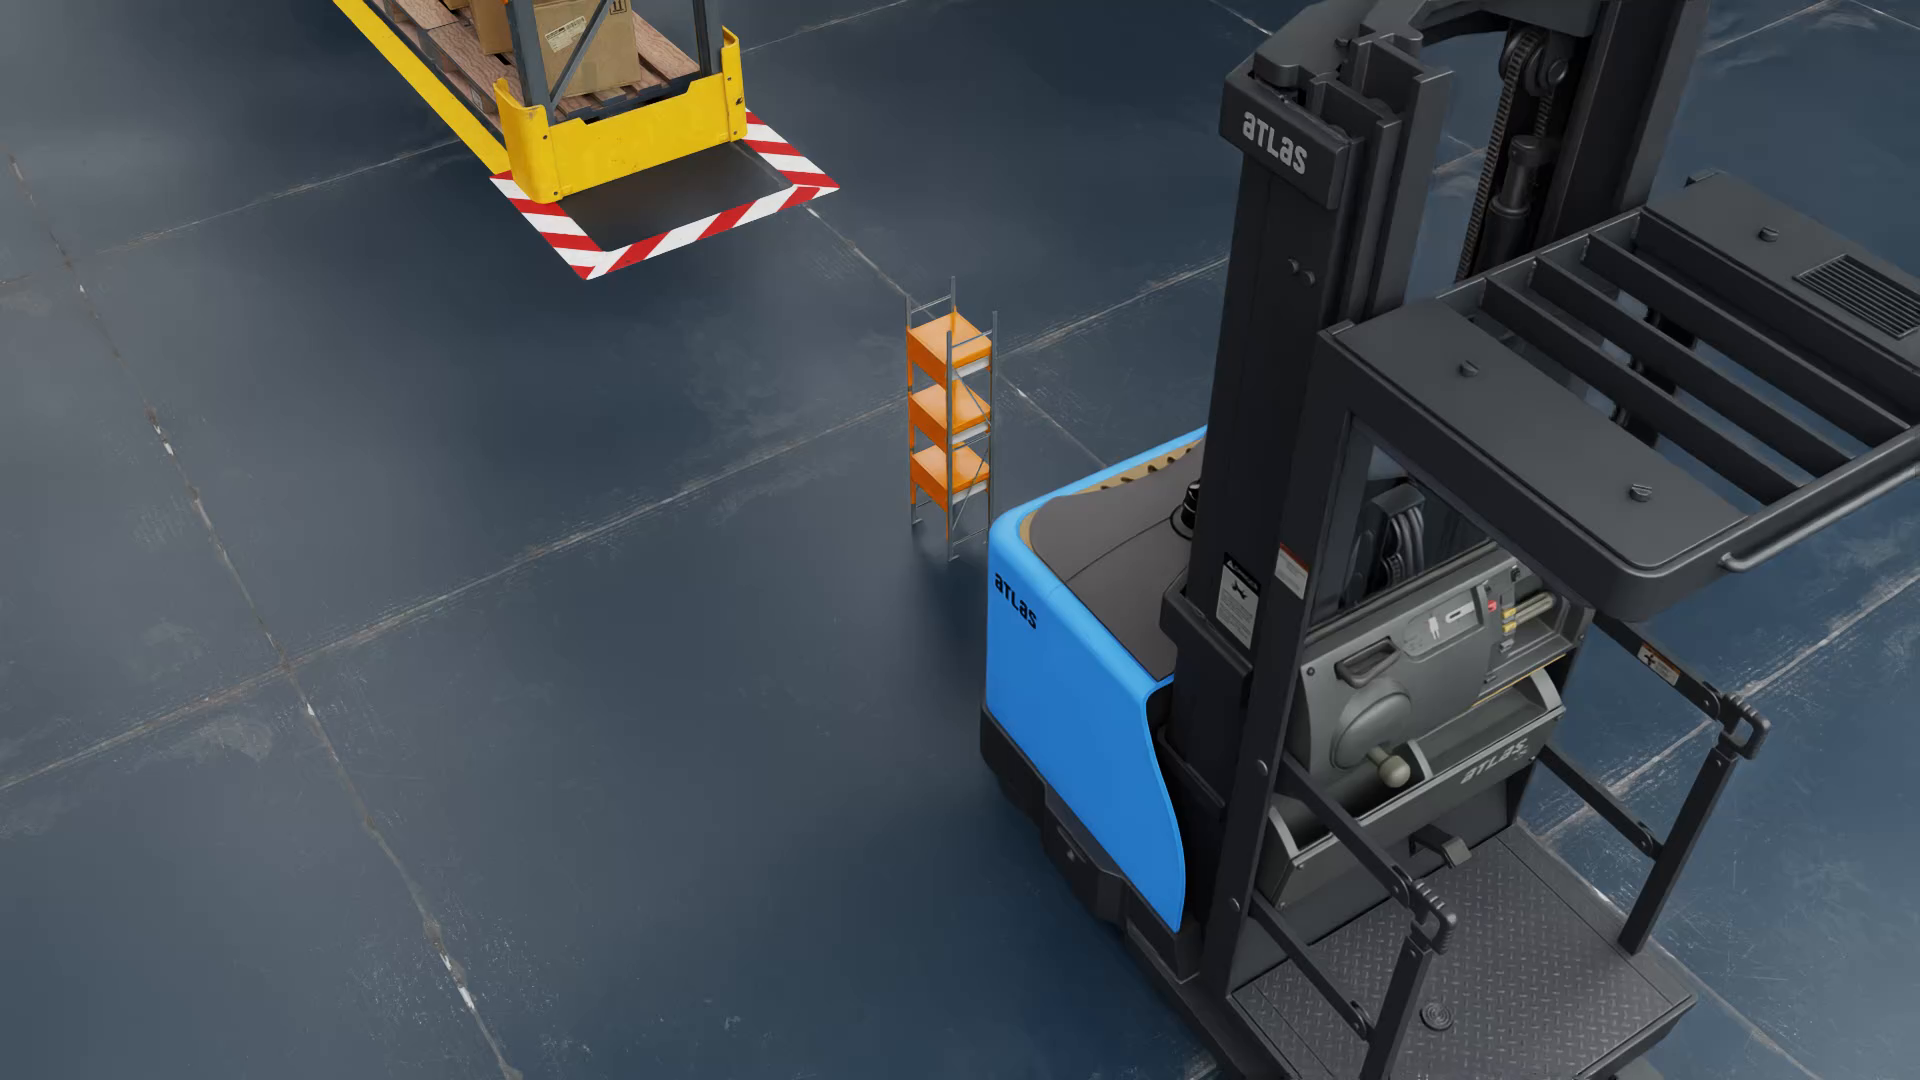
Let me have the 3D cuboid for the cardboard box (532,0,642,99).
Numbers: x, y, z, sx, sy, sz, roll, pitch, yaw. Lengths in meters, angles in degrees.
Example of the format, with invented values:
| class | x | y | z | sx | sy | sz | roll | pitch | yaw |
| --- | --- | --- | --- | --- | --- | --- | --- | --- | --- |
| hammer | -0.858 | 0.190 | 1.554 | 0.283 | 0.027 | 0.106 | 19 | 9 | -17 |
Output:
| class | x | y | z | sx | sy | sz | roll | pitch | yaw |
| --- | --- | --- | --- | --- | --- | --- | --- | --- | --- |
| cardboard box | -1.925 | -2.563 | 8.269 | 0.500 | 0.500 | 0.500 | -17 | 46 | -17 |

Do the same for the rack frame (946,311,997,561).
| class | x | y | z | sx | sy | sz | roll | pitch | yaw |
| --- | --- | --- | --- | --- | --- | --- | --- | --- | --- |
| rack frame | 0.039 | -0.341 | 5.847 | 0.200 | 1.050 | 0.008 | -26 | 49 | -24 |

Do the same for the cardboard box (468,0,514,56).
| class | x | y | z | sx | sy | sz | roll | pitch | yaw |
| --- | --- | --- | --- | --- | --- | --- | --- | --- | --- |
| cardboard box | -2.295 | -2.888 | 8.609 | 0.500 | 0.500 | 0.500 | -14 | 45 | -14 |

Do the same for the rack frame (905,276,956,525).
| class | x | y | z | sx | sy | sz | roll | pitch | yaw |
| --- | --- | --- | --- | --- | --- | --- | --- | --- | --- |
| rack frame | -0.100 | -0.479 | 5.992 | 0.200 | 1.050 | 0.008 | -26 | 49 | -24 |

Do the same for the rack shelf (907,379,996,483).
| class | x | y | z | sx | sy | sz | roll | pitch | yaw |
| --- | --- | --- | --- | --- | --- | --- | --- | --- | --- |
| rack shelf | -0.031 | -0.402 | 5.927 | 0.215 | 0.259 | 0.240 | -26 | 49 | -24 |

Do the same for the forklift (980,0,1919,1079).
| class | x | y | z | sx | sy | sz | roll | pitch | yaw |
| --- | --- | --- | --- | --- | --- | --- | --- | --- | --- |
| forklift | 1.275 | 0.342 | 3.769 | 1.130 | 2.935 | 3.031 | -23 | 48 | -23 |

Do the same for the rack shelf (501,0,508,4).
| class | x | y | z | sx | sy | sz | roll | pitch | yaw |
| --- | --- | --- | --- | --- | --- | --- | --- | --- | --- |
| rack shelf | -2.726 | -3.828 | 8.608 | 1.077 | 0.370 | 4.000 | -26 | 49 | -24 |

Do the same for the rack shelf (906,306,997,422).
| class | x | y | z | sx | sy | sz | roll | pitch | yaw |
| --- | --- | --- | --- | --- | --- | --- | --- | --- | --- |
| rack shelf | -0.031 | -0.608 | 5.731 | 0.215 | 0.259 | 0.240 | -26 | 49 | -24 |

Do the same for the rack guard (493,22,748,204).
| class | x | y | z | sx | sy | sz | roll | pitch | yaw |
| --- | --- | --- | --- | --- | --- | --- | --- | --- | --- |
| rack guard | -1.625 | -2.094 | 8.081 | 1.175 | 0.500 | 0.348 | -26 | 49 | -24 |

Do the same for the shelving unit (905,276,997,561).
| class | x | y | z | sx | sy | sz | roll | pitch | yaw |
| --- | --- | --- | --- | --- | --- | --- | --- | --- | --- |
| shelving unit | -0.031 | -0.410 | 5.919 | 0.215 | 1.050 | 0.252 | -26 | 49 | -24 |

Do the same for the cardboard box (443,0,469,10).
| class | x | y | z | sx | sy | sz | roll | pitch | yaw |
| --- | --- | --- | --- | --- | --- | --- | --- | --- | --- |
| cardboard box | -2.638 | -3.250 | 8.988 | 0.500 | 0.500 | 0.500 | -21 | 48 | -21 |

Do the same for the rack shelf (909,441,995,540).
| class | x | y | z | sx | sy | sz | roll | pitch | yaw |
| --- | --- | --- | --- | --- | --- | --- | --- | --- | --- |
| rack shelf | -0.031 | -0.201 | 6.118 | 0.215 | 0.259 | 0.240 | -26 | 49 | -24 |

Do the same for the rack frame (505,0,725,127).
| class | x | y | z | sx | sy | sz | roll | pitch | yaw |
| --- | --- | --- | --- | --- | --- | --- | --- | --- | --- |
| rack frame | -1.582 | -2.955 | 7.173 | 1.000 | 3.000 | 0.127 | -26 | 49 | -24 |

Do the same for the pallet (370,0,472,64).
| class | x | y | z | sx | sy | sz | roll | pitch | yaw |
| --- | --- | --- | --- | --- | --- | --- | --- | --- | --- |
| pallet | -2.755 | -3.154 | 9.401 | 1.003 | 0.211 | 1.213 | -26 | 49 | -24 |

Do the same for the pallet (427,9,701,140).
| class | x | y | z | sx | sy | sz | roll | pitch | yaw |
| --- | --- | --- | --- | --- | --- | --- | --- | --- | --- |
| pallet | -2.061 | -2.464 | 8.678 | 1.003 | 0.211 | 1.213 | -26 | 49 | -24 |
